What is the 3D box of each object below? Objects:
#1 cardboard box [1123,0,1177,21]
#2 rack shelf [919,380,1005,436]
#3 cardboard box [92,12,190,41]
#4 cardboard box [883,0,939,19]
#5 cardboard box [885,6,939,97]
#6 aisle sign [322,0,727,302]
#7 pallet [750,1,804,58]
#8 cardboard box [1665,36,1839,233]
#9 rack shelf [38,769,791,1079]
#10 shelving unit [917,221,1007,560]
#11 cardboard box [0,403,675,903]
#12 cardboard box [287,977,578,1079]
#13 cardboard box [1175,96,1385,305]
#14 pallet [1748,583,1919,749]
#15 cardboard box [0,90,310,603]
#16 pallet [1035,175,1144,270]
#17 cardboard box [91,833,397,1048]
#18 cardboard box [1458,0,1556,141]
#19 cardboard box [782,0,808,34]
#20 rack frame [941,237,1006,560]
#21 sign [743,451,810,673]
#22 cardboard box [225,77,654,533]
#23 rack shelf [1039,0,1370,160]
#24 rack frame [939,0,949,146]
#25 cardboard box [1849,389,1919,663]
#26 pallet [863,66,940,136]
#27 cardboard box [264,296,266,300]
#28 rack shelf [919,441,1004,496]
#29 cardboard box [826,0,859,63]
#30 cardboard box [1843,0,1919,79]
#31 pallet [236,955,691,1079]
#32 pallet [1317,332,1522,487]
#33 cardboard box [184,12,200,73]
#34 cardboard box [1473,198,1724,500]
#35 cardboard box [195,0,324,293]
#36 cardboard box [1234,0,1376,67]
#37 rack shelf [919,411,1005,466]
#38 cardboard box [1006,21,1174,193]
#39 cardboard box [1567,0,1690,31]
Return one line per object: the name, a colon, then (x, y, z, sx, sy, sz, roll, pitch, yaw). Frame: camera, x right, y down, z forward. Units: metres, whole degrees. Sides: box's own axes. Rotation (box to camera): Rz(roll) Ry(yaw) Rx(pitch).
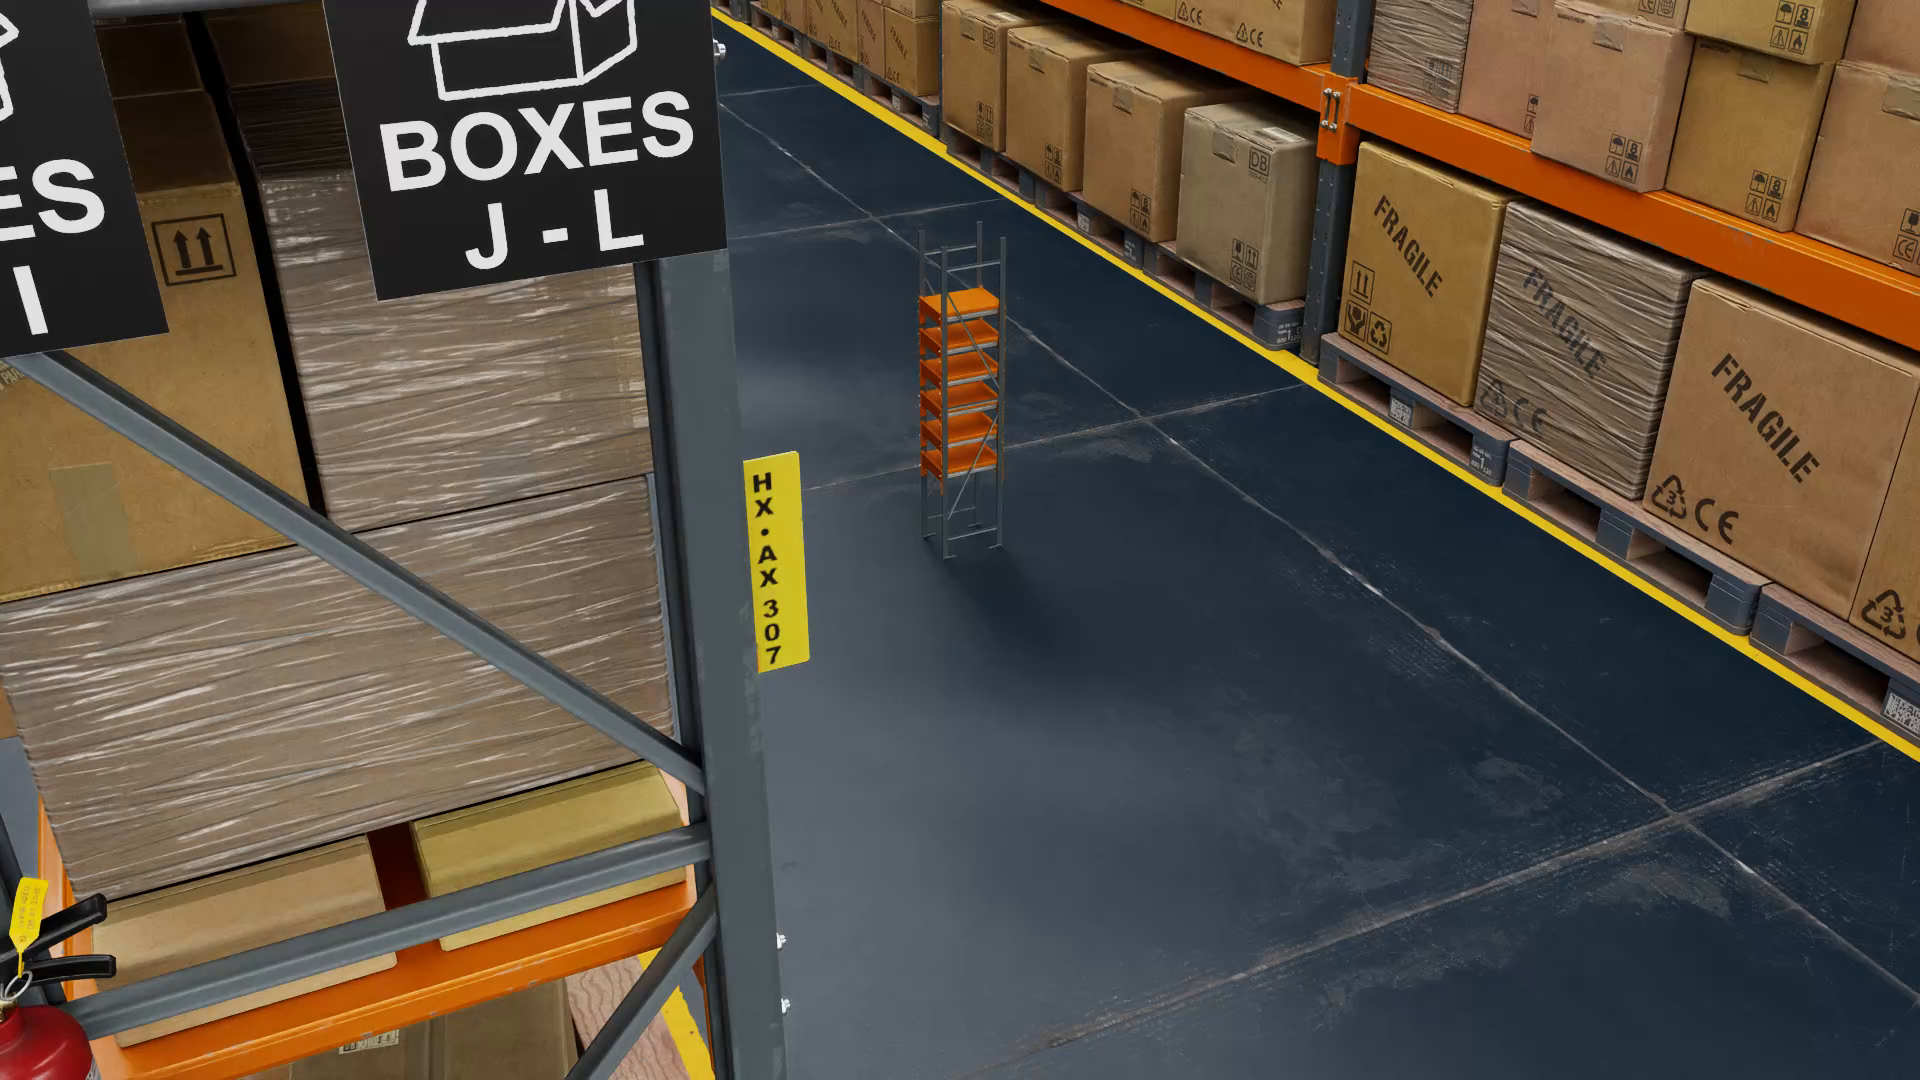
cardboard box: (1.160, -2.900, 8.253, 0.500, 0.500, 0.500, -13, 32, -21)
rack shelf: (0.006, -0.478, 5.967, 0.258, 0.103, 0.180, -13, 32, -22)
cardboard box: (-1.638, -0.714, 3.028, 0.500, 0.500, 0.500, -13, 32, -22)
cardboard box: (-0.188, -3.670, 11.088, 0.500, 0.250, 0.500, -14, 32, -23)
cardboard box: (-0.177, -3.332, 11.251, 0.500, 0.500, 0.500, -13, 32, -22)
aisle sign: (-0.449, -0.642, 1.670, 0.394, 0.787, 0.004, -13, 32, -22)
pallet: (-1.040, -4.210, 13.542, 1.003, 0.211, 1.213, -13, 32, -22)
cardboard box: (2.928, -1.426, 5.574, 0.875, 0.550, 0.500, -13, 32, -22)
rack shelf: (-1.605, -0.042, 3.994, 1.077, 0.370, 4.000, -13, 32, -22)
shelving unit: (0.006, -0.517, 5.945, 0.258, 1.200, 0.189, -13, 32, -22)
cardboard box: (-0.958, 0.106, 2.588, 0.875, 0.500, 0.500, -13, 32, -22)
cardboard box: (-1.000, 1.155, 3.249, 0.500, 0.500, 0.500, -7, 30, -13)
cardboard box: (1.711, -1.693, 8.074, 1.050, 0.750, 0.750, -13, 32, -22)
pallet: (3.362, 0.410, 5.302, 1.003, 0.211, 1.213, -13, 32, -22)
cardboard box: (-1.206, -0.273, 2.241, 0.500, 0.500, 0.500, -13, 32, -22)
pallet: (1.132, -1.884, 9.395, 1.003, 0.211, 1.213, -13, 32, -22)
cardboard box: (-1.056, 0.555, 2.451, 0.380, 0.149, 0.250, -13, 32, -22)
cardboard box: (2.485, -1.903, 6.423, 0.875, 0.550, 0.550, -13, 32, -22)
cardboard box: (-1.069, -4.247, 12.884, 0.500, 0.500, 0.500, -12, 31, -20)
rack frame: (0.046, -0.477, 5.873, 0.240, 1.200, 0.006, -13, 32, -22)
sign: (-0.257, 0.036, 2.234, 0.100, 0.325, 0.005, -13, 32, -22)
cardboard box: (-0.737, -0.382, 2.436, 0.500, 0.500, 0.500, -13, 32, -22)
rack shelf: (1.201, -2.806, 8.922, 1.077, 0.370, 4.000, -13, 32, -22)
rack frame: (0.342, -4.003, 10.322, 1.000, 3.000, 0.127, -13, 32, -22)
cardboard box: (3.426, -0.011, 4.946, 0.875, 0.875, 0.875, -13, 32, -22)
pallet: (0.008, -3.132, 11.620, 1.003, 0.211, 1.213, -13, 32, -22)
cardboard box: (-1.457, -0.320, 3.347, 0.875, 0.500, 0.500, -13, 32, -22)
rack shelf: (0.006, -0.269, 6.084, 0.258, 0.103, 0.180, -13, 32, -22)
cardboard box: (-0.638, -3.792, 12.072, 0.500, 0.500, 0.500, -15, 32, -24)
cardboard box: (3.215, -1.677, 4.917, 0.875, 0.550, 0.550, -13, 32, -22)
pallet: (-1.096, 1.344, 3.637, 1.003, 0.211, 1.213, -13, 32, -22)
pallet: (2.315, -0.667, 7.224, 1.003, 0.211, 1.213, -13, 32, -22)
cardboard box: (-1.593, -1.266, 4.012, 0.500, 0.500, 0.500, -13, 32, -22)
cardboard box: (2.656, -0.803, 6.357, 0.875, 0.875, 0.875, -13, 32, -22)
cardboard box: (-1.161, -0.825, 3.226, 0.500, 0.500, 0.500, -13, 32, -22)
cardboard box: (1.594, -2.454, 7.457, 0.500, 0.500, 0.500, -13, 32, -22)
rack shelf: (0.006, -0.374, 6.026, 0.258, 0.103, 0.180, -13, 32, -22)
cardboard box: (0.900, -2.532, 9.569, 1.050, 0.750, 0.750, -13, 32, -21)
cardboard box: (2.635, -2.116, 5.700, 0.875, 0.550, 0.550, -13, 32, -22)
